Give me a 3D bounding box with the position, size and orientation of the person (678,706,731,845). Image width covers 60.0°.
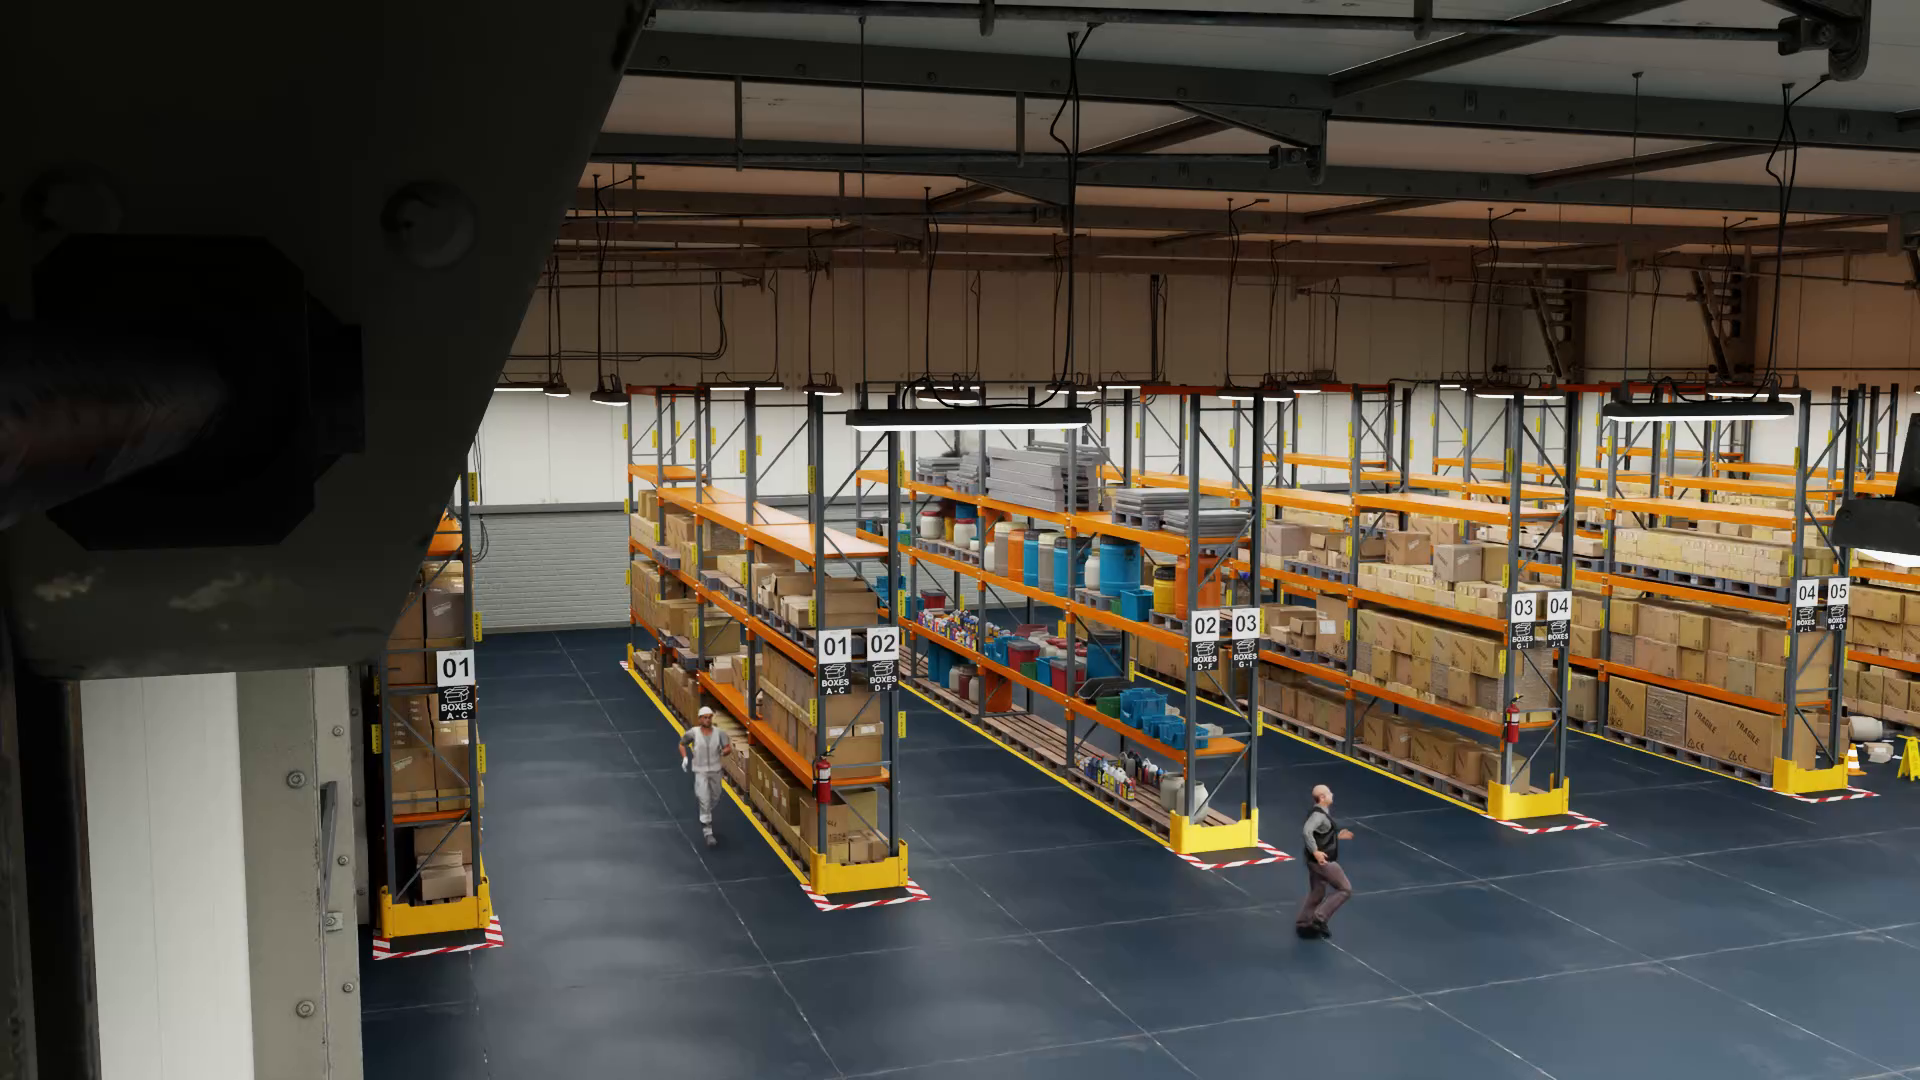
[{"bbox_3d":[-3.395,3.111,22.313,0.658,1.770,1.005,-3,6,-24],"label":"person"}]

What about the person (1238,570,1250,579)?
[{"bbox_3d":[7.008,1.291,41.041,0.796,1.675,0.585,-4,7,-34],"label":"person"}]

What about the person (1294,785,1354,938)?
[{"bbox_3d":[4.060,3.567,18.495,0.642,1.699,0.644,0,6,1],"label":"person"}]
